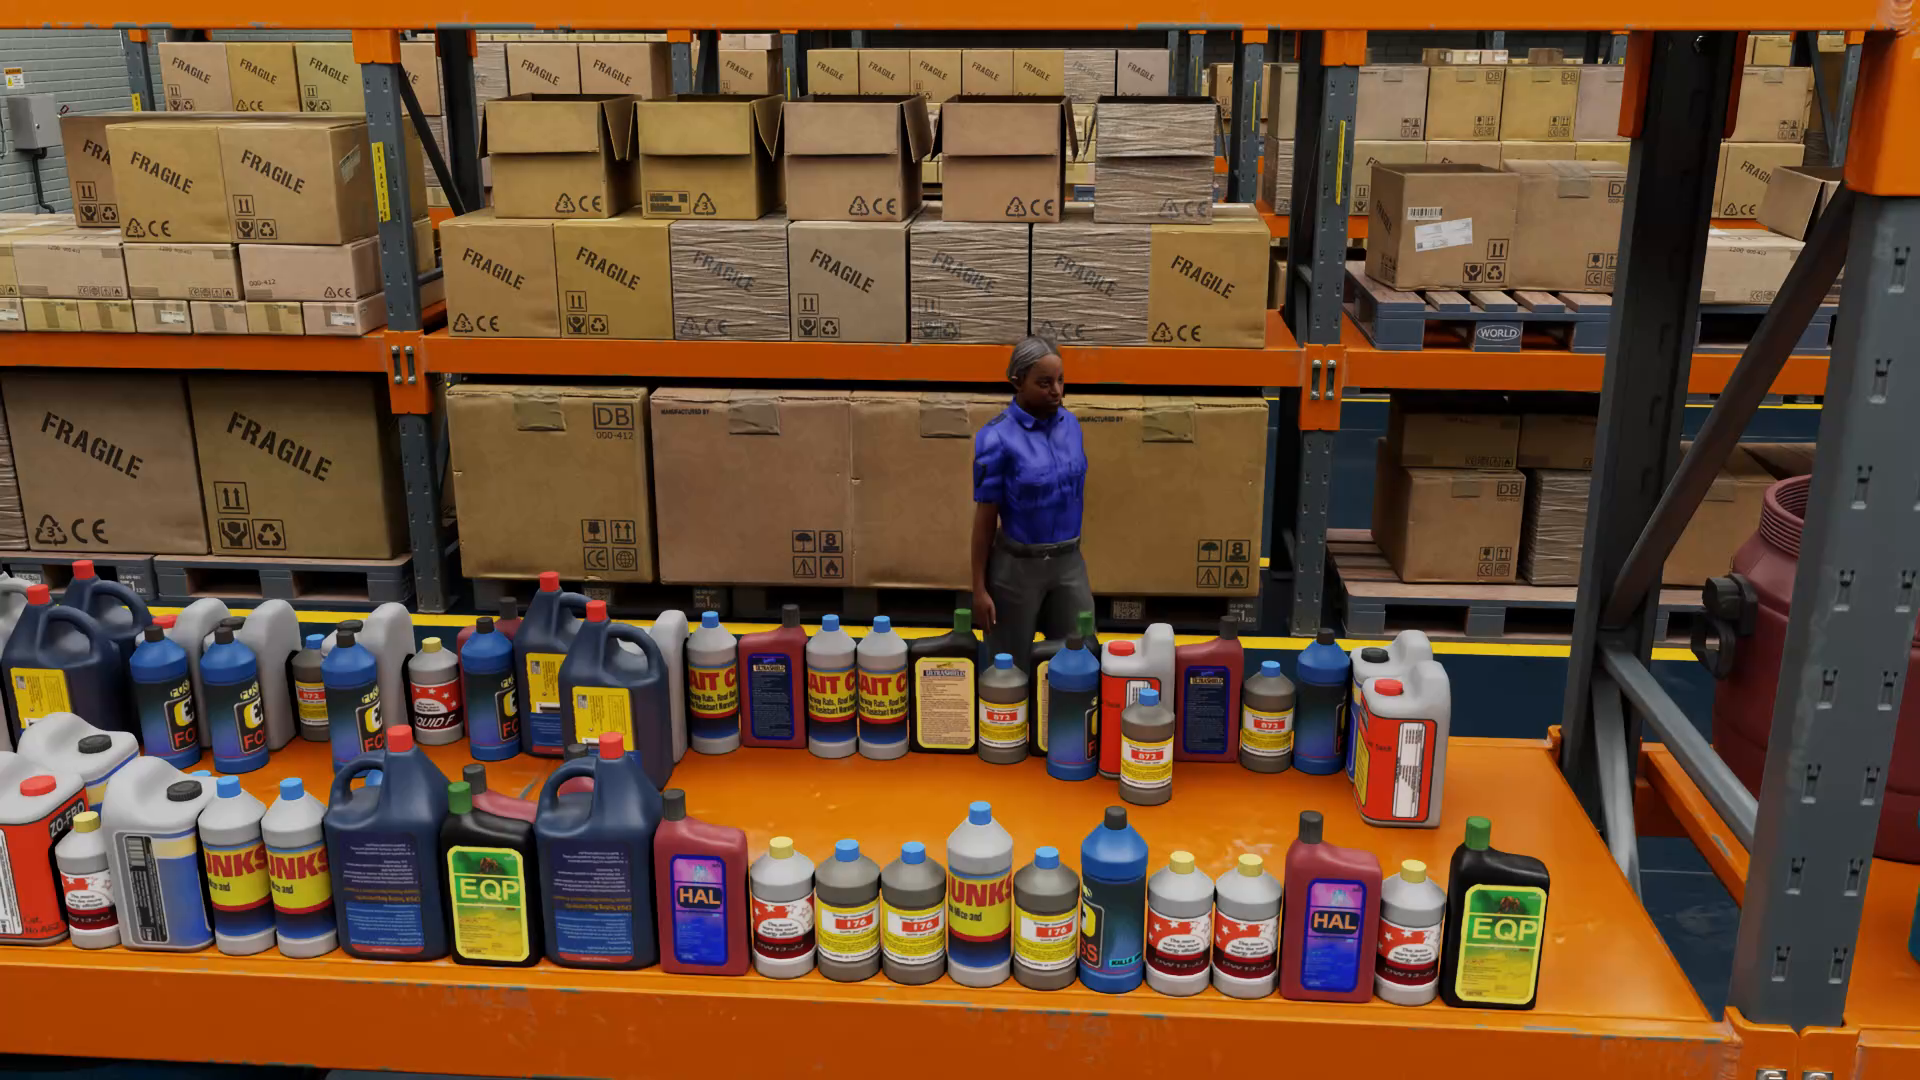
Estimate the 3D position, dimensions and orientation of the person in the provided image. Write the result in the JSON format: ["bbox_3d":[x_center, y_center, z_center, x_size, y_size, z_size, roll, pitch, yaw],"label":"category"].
[{"bbox_3d":[0.310,0.160,5.517,0.463,1.658,0.600,-11,21,-31],"label":"person"}]
